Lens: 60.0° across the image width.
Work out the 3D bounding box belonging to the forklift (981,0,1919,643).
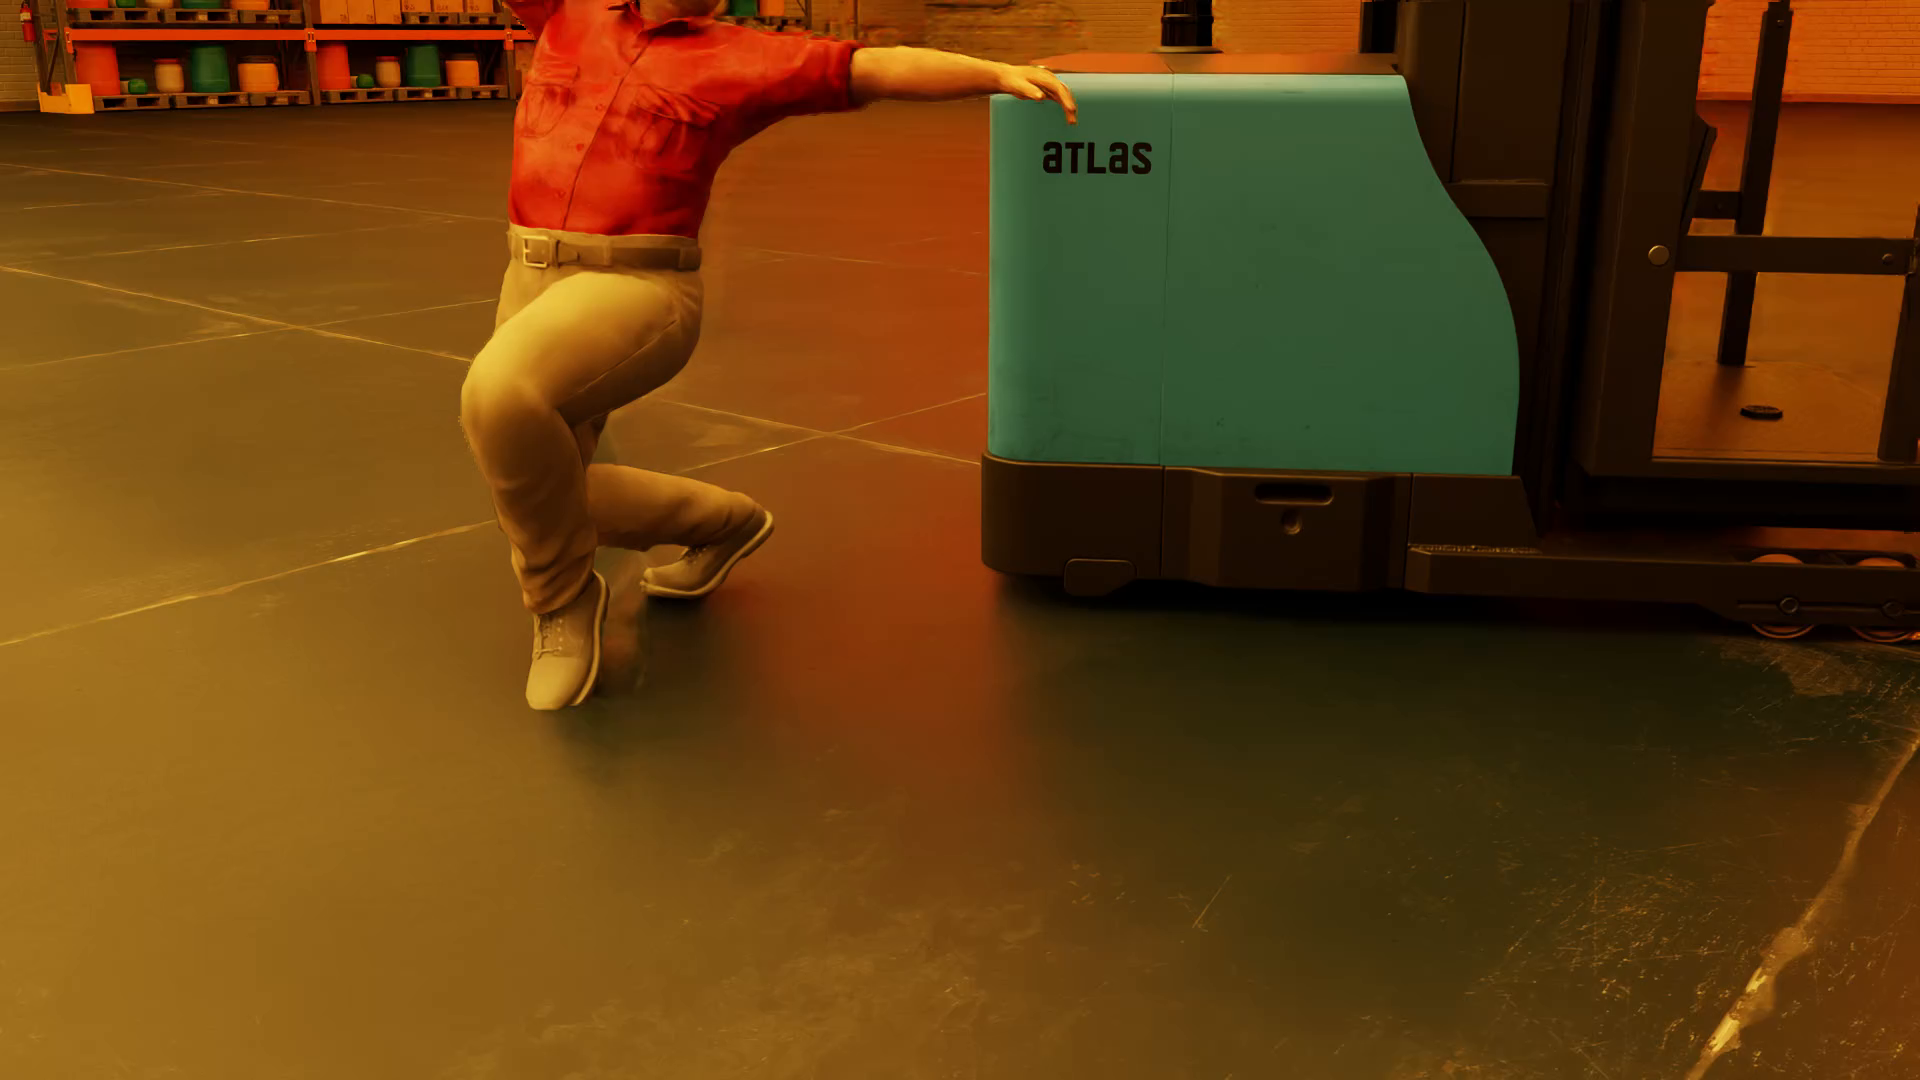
[{"bbox_3d":[1.600,-1.363,3.386,3.031,2.935,1.130,2,17,6],"label":"forklift"}]

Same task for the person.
[{"bbox_3d":[-0.429,-0.466,2.982,1.078,1.535,0.880,9,19,28],"label":"person"}]
